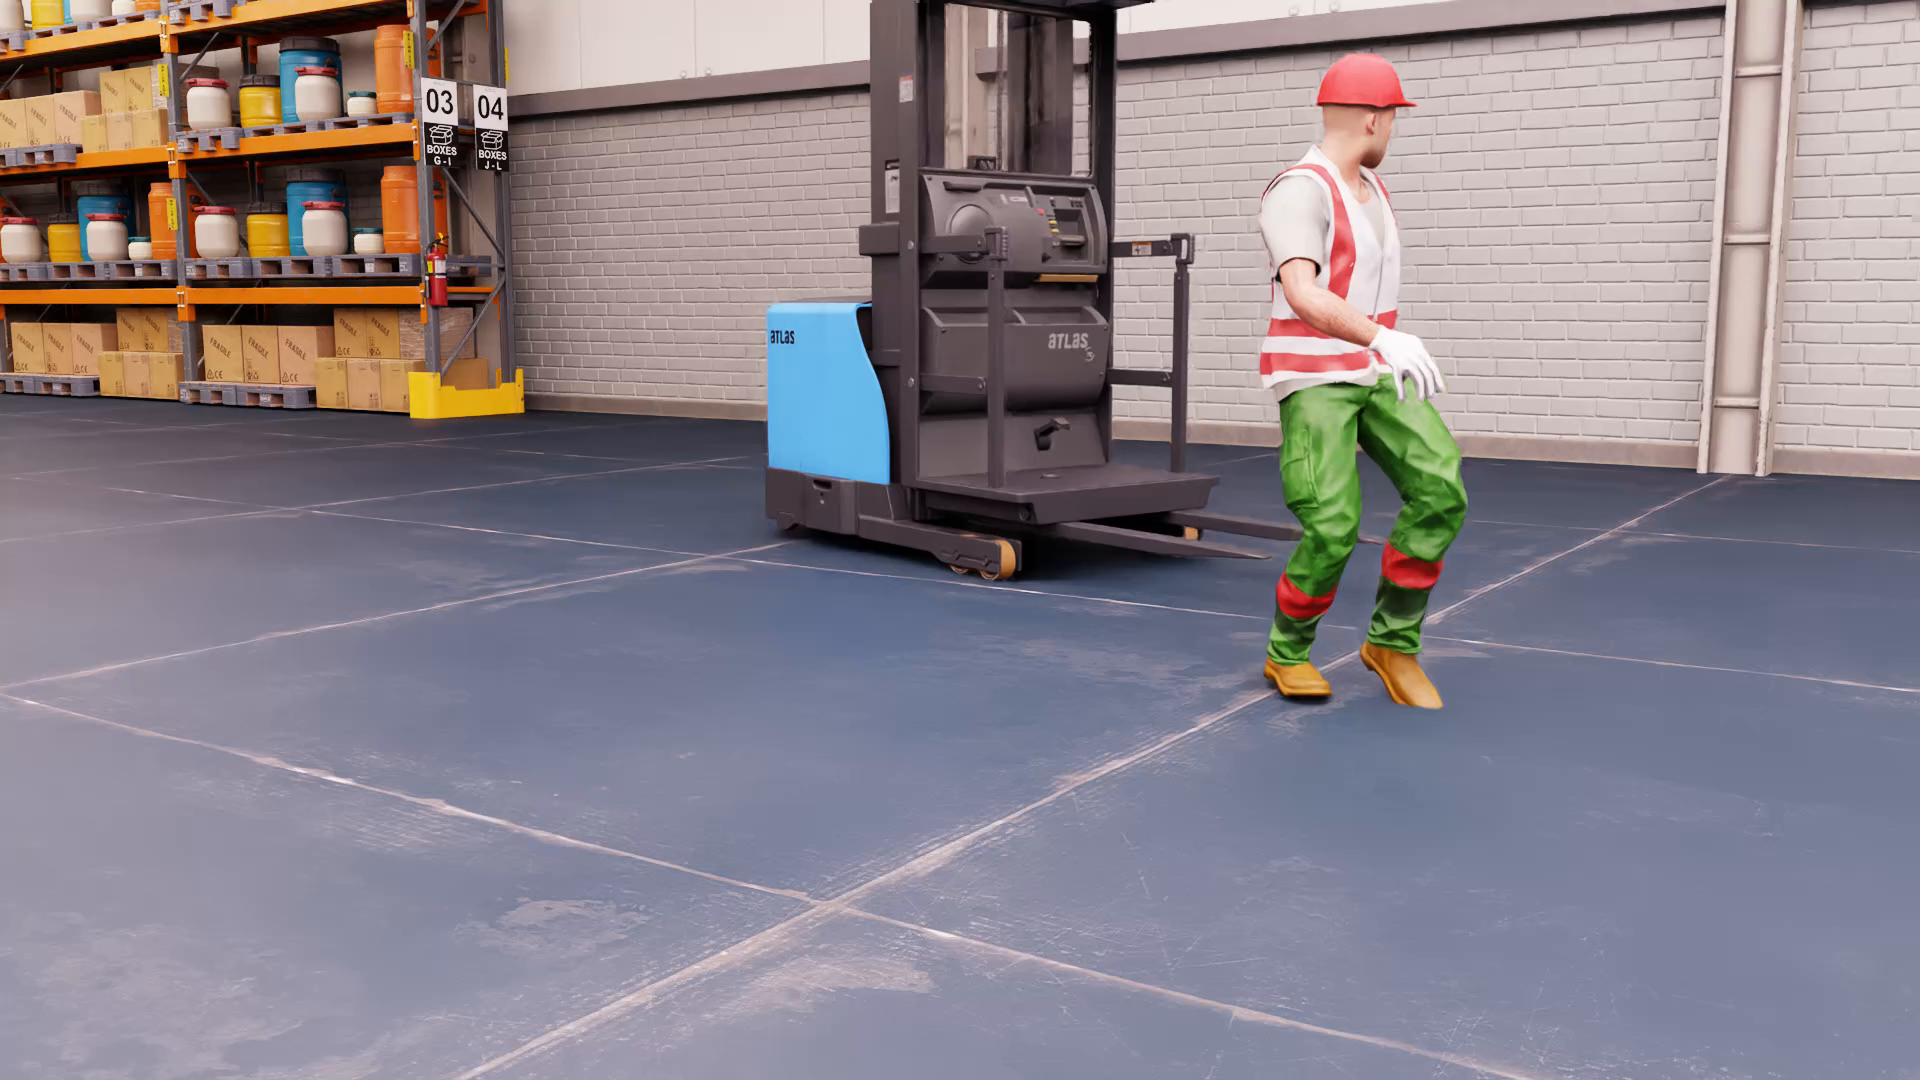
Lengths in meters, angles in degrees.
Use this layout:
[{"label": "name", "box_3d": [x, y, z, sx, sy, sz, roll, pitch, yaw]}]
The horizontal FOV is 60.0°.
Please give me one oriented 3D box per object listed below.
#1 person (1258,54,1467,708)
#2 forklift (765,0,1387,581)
[{"label": "person", "box_3d": [1.032, -0.402, 4.496, 0.673, 1.756, 0.787, -5, 9, -31]}, {"label": "forklift", "box_3d": [0.372, -1.369, 6.821, 1.130, 2.935, 3.031, -6, 10, -37]}]
